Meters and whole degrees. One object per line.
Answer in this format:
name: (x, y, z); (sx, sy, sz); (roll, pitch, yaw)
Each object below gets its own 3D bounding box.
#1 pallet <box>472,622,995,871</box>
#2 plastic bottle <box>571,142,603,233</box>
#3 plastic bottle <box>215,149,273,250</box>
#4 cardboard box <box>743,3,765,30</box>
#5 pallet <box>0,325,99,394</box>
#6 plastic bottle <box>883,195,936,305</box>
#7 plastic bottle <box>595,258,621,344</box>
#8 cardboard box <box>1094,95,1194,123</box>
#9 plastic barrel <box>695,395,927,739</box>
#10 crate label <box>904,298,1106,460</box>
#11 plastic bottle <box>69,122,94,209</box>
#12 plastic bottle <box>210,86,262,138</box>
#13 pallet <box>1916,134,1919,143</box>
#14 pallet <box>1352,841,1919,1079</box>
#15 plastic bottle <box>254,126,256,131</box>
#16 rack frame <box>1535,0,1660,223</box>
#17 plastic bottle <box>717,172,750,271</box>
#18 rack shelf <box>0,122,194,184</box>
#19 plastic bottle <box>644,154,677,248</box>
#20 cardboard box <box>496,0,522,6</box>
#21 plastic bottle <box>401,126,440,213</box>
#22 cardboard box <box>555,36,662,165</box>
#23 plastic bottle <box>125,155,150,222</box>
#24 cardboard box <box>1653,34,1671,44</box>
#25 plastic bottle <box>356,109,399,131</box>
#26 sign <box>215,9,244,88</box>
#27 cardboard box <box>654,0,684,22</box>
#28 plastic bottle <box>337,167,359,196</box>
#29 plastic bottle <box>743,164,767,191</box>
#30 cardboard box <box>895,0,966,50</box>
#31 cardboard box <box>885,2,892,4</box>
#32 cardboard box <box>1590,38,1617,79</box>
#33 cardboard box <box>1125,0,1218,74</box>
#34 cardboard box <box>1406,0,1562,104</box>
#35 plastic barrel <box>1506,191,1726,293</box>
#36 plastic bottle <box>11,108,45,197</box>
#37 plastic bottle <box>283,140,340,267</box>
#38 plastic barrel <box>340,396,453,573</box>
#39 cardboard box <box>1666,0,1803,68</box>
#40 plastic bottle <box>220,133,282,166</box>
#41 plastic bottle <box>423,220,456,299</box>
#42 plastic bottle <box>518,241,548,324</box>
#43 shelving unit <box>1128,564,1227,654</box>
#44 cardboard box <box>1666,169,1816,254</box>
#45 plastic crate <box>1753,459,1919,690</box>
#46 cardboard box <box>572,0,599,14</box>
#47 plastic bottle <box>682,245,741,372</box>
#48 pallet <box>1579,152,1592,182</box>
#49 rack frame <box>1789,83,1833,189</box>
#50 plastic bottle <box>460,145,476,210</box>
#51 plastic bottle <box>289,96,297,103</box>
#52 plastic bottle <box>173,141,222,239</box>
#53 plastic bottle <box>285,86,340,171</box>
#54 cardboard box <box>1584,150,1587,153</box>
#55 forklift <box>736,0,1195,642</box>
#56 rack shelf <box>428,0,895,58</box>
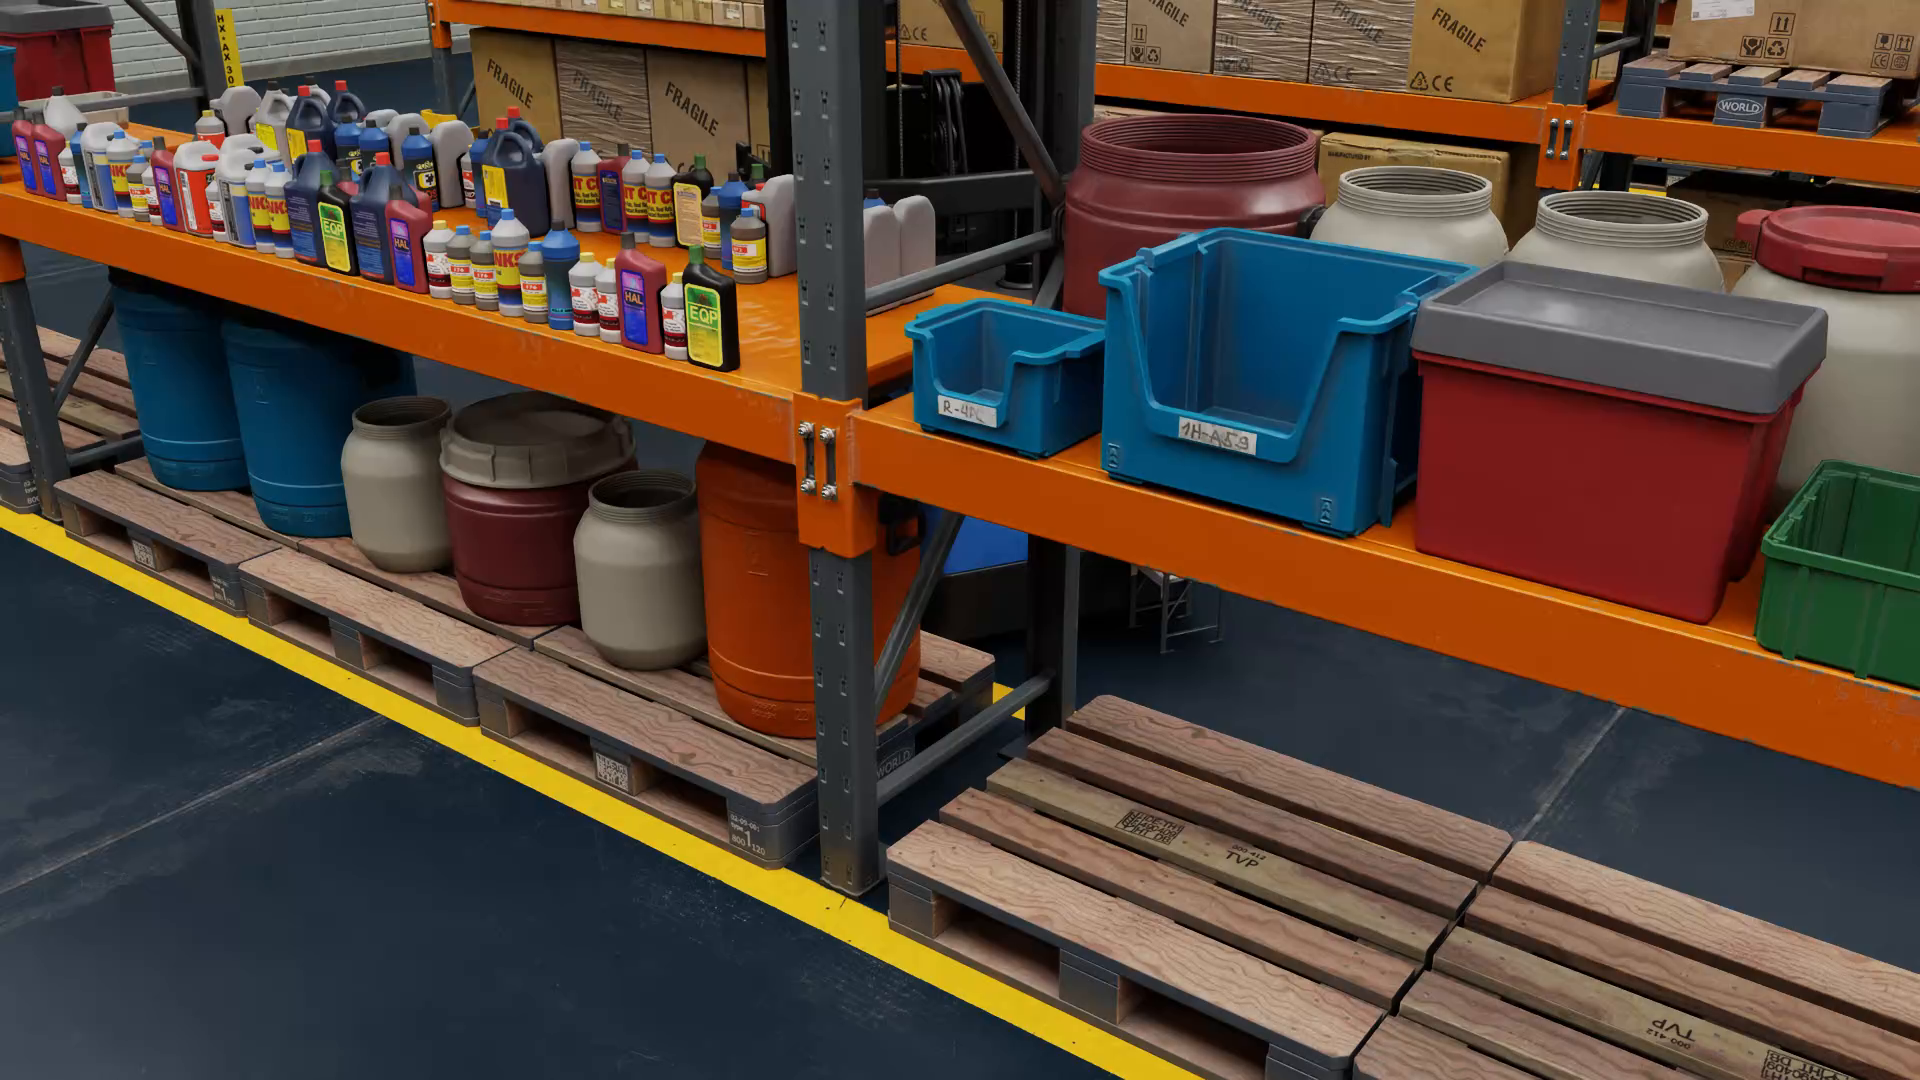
pallet: (-0.664, 0.459, 4.946); (1.213, 0.211, 1.003); (17, 29, 33)
plastic bottle: (-1.161, -1.106, 5.199); (0.097, 0.271, 0.097); (0, 24, 0)
plastic bottle: (-2.140, -1.035, 5.033); (0.135, 0.276, 0.152); (17, 29, 33)
cardboard box: (-1.090, -3.182, 10.064); (0.250, 0.149, 0.380); (16, 29, 32)
pallet: (-4.801, -0.791, 7.783); (1.213, 0.211, 1.003); (17, 29, 33)
plastic bottle: (-0.160, -0.792, 4.480); (0.135, 0.276, 0.152); (17, 29, 33)
plastic bottle: (-0.853, -0.598, 4.134); (0.097, 0.201, 0.097); (0, 24, 0)
cardboard box: (1.002, -2.060, 9.321); (0.875, 0.875, 1.225); (16, 28, 32)
plastic barrel: (-0.409, 0.049, 4.590); (0.708, 0.830, 0.600); (17, 29, 33)
crate label: (0.105, -0.340, 3.509); (0.416, 0.233, 0.303); (17, 29, 33)
plastic bottle: (-2.883, -1.244, 5.512); (0.097, 0.271, 0.097); (0, 24, 0)
plastic bottle: (-2.699, -1.559, 6.222); (0.135, 0.276, 0.152); (17, 29, 33)
pallet: (4.571, -1.684, 6.590); (1.213, 0.211, 1.003); (17, 29, 33)
pallet: (1.561, 1.132, 3.420); (1.213, 0.211, 1.003); (17, 29, 33)
plastic bottle: (-2.520, -1.454, 6.076); (0.097, 0.201, 0.097); (0, 24, 0)
rack frame: (2.963, -2.237, 7.608); (0.127, 3.000, 1.000); (17, 29, 33)
plastic bottle: (-0.643, -0.919, 4.774); (0.097, 0.271, 0.097); (0, 24, 0)
rack shelf: (-4.809, -1.761, 7.419); (4.000, 0.370, 1.077); (17, 29, 33)
plastic bottle: (-0.898, -1.026, 5.019); (0.097, 0.271, 0.097); (0, 24, 0)
cardboard box: (-2.941, -3.741, 11.333); (0.250, 0.149, 0.380); (16, 28, 32)
plastic bottle: (-1.770, -1.213, 5.443); (0.097, 0.271, 0.097); (0, 24, 0)
cardboard box: (-2.150, -3.043, 11.550); (0.875, 0.875, 0.875); (17, 29, 33)
plastic bottle: (-2.620, -1.132, 5.346); (0.097, 0.201, 0.097); (0, 24, 0)
cardboard box: (5.206, -3.572, 12.287); (0.500, 0.250, 0.500); (16, 29, 33)
plastic bottle: (-2.003, -1.349, 5.745); (0.135, 0.276, 0.152); (17, 29, 33)
sign: (-2.877, -1.910, 6.522); (0.005, 0.325, 0.100); (17, 29, 33)
cardboard box: (-1.707, -3.368, 10.486); (0.250, 0.149, 0.380); (16, 29, 32)
plastic bottle: (-1.720, -0.919, 4.761); (0.133, 0.283, 0.061); (17, 29, 33)
plastic bottle: (-0.610, -0.954, 4.840); (0.133, 0.283, 0.061); (17, 29, 33)
cardboard box: (-0.020, -3.059, 9.348); (0.500, 0.500, 0.500); (17, 29, 33)
cardboard box: (-0.749, -3.294, 9.824); (0.500, 0.250, 0.500); (16, 29, 32)
cardboard box: (4.506, -3.532, 12.196); (0.500, 0.250, 0.500); (18, 29, 34)
cardboard box: (1.200, -2.693, 8.518); (0.500, 0.500, 0.500); (17, 29, 34)
cardboard box: (2.419, -2.323, 7.677); (0.500, 0.500, 0.500); (18, 29, 35)
plastic barrel: (1.281, -0.409, 3.319); (0.421, 0.512, 0.421); (0, 24, 0)
plastic bottle: (-3.171, -1.327, 5.686); (0.133, 0.283, 0.061); (17, 29, 33)
plastic bottle: (-1.859, -0.982, 4.820); (0.185, 0.351, 0.144); (17, 29, 33)
plastic barrel: (-1.819, -0.187, 5.518); (0.421, 0.512, 0.421); (0, 24, 0)
cardboard box: (3.419, -2.358, 7.236); (0.500, 0.500, 0.500); (13, 27, 27)
plastic bottle: (-2.234, -1.140, 5.272); (0.135, 0.276, 0.152); (17, 29, 33)
plastic bottle: (-1.399, -0.763, 4.508); (0.097, 0.201, 0.097); (0, 24, 0)
plastic bottle: (-1.087, -0.669, 4.294); (0.097, 0.201, 0.097); (0, 24, 0)
shelving unit: (0.717, -0.098, 5.356); (0.258, 0.900, 0.210); (-10, 26, -22)
cardboard box: (3.517, -1.486, 7.526); (0.500, 0.250, 0.500); (18, 30, 35)
plastic crate: (1.630, 0.095, 2.578); (0.662, 0.188, 0.450); (17, 29, 33)
cardboard box: (-2.322, -3.555, 10.909); (0.250, 0.149, 0.380); (16, 29, 33)
plastic bottle: (-0.587, -0.546, 3.914); (0.133, 0.283, 0.061); (17, 29, 33)
pallet: (4.422, -3.022, 12.847); (1.213, 0.211, 1.003); (17, 29, 33)
rack frame: (6.018, -3.813, 11.184); (0.127, 3.000, 1.000); (17, 29, 33)
plastic bottle: (-1.601, -1.207, 5.515); (0.097, 0.201, 0.097); (0, 24, 0)
plastic bottle: (-2.407, -1.471, 6.021); (0.135, 0.276, 0.152); (17, 29, 33)
plastic bottle: (-2.326, -1.091, 5.160); (0.135, 0.276, 0.152); (17, 29, 33)
plastic bottle: (-2.215, -1.376, 5.714); (0.185, 0.351, 0.144); (17, 29, 33)
cardboard box: (4.489, -3.186, 12.340); (0.500, 0.500, 0.500); (15, 28, 31)
forklift: (-0.255, -1.572, 6.182); (1.130, 2.935, 3.031); (-10, 26, -22)
rack shelf: (-1.838, -3.359, 11.046); (4.000, 0.370, 1.077); (17, 29, 33)
